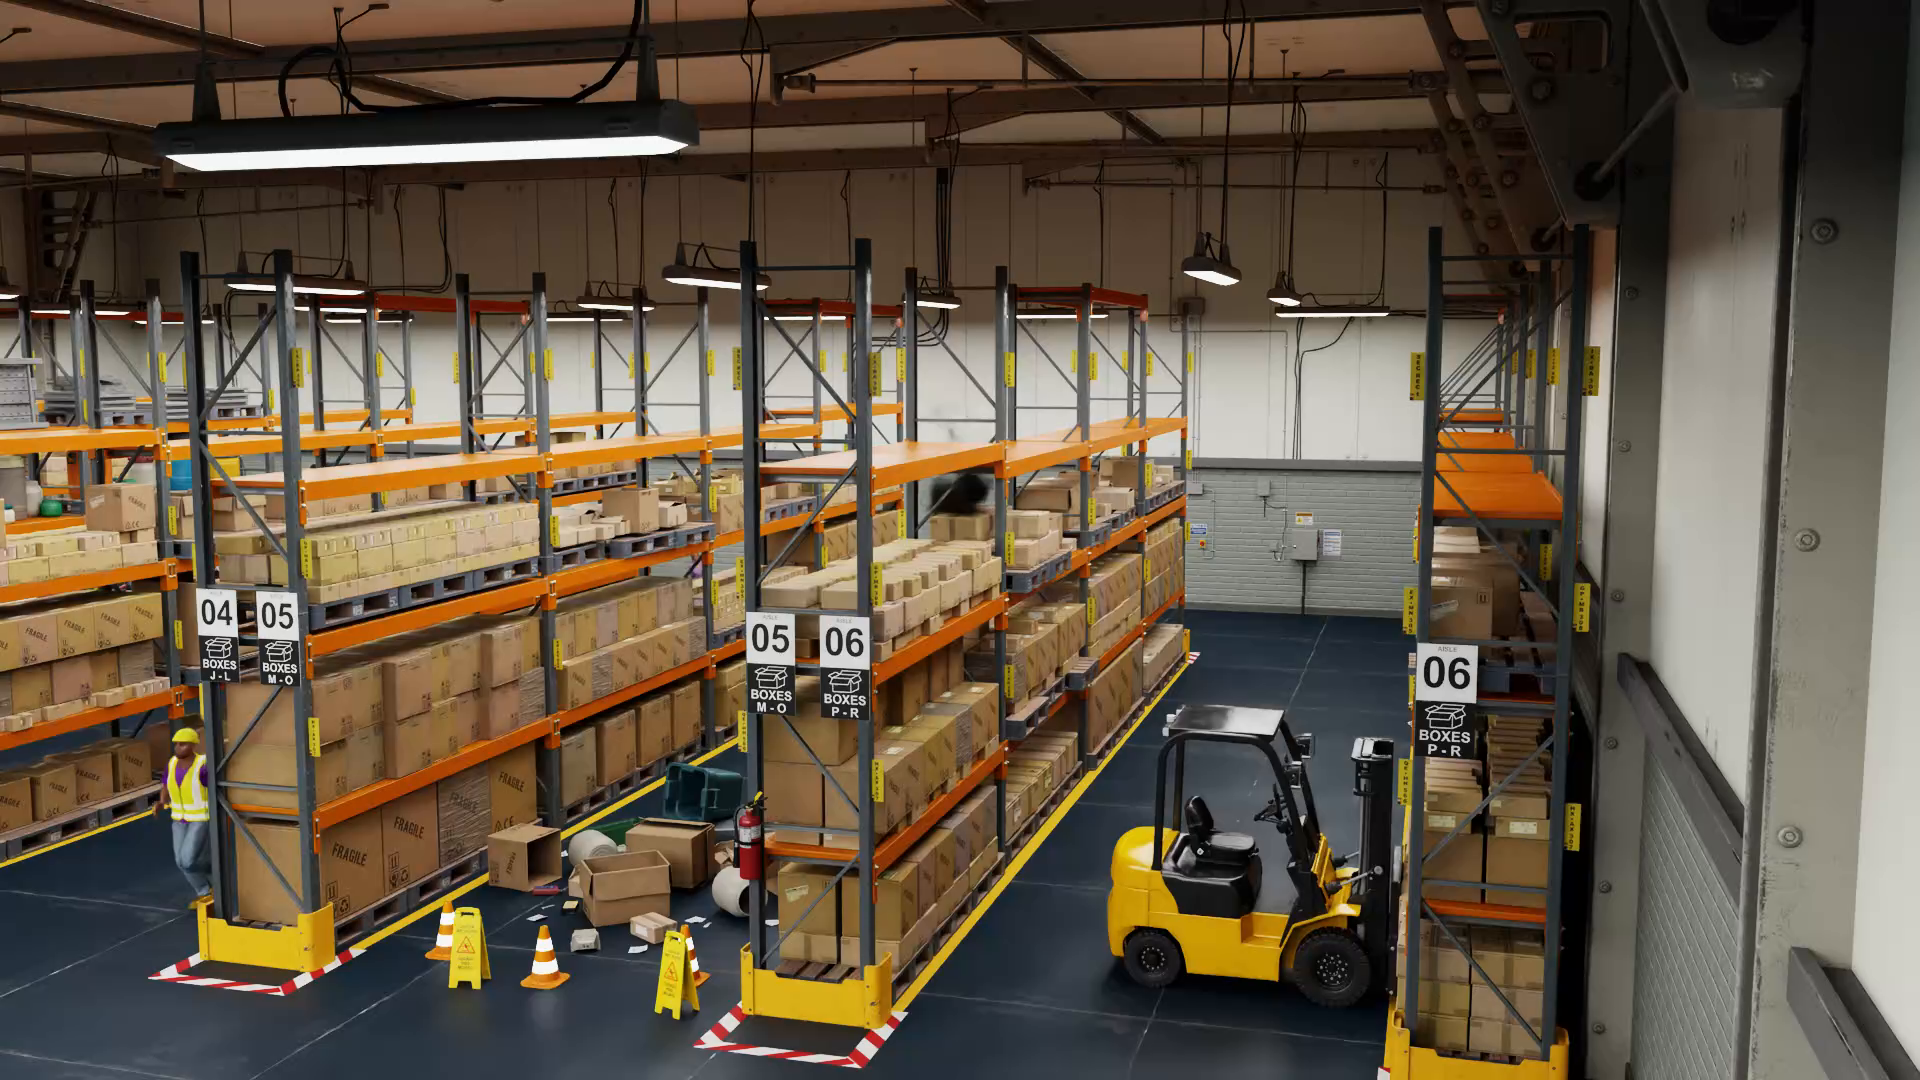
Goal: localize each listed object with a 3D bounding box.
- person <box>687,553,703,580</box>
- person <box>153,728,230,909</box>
[{"bbox_3d":[-4.805,0.946,30.978,0.586,1.512,0.478,-4,8,-35],"label":"person"},{"bbox_3d":[-7.155,2.591,15.494,0.704,1.714,0.593,2,7,15],"label":"person"}]
